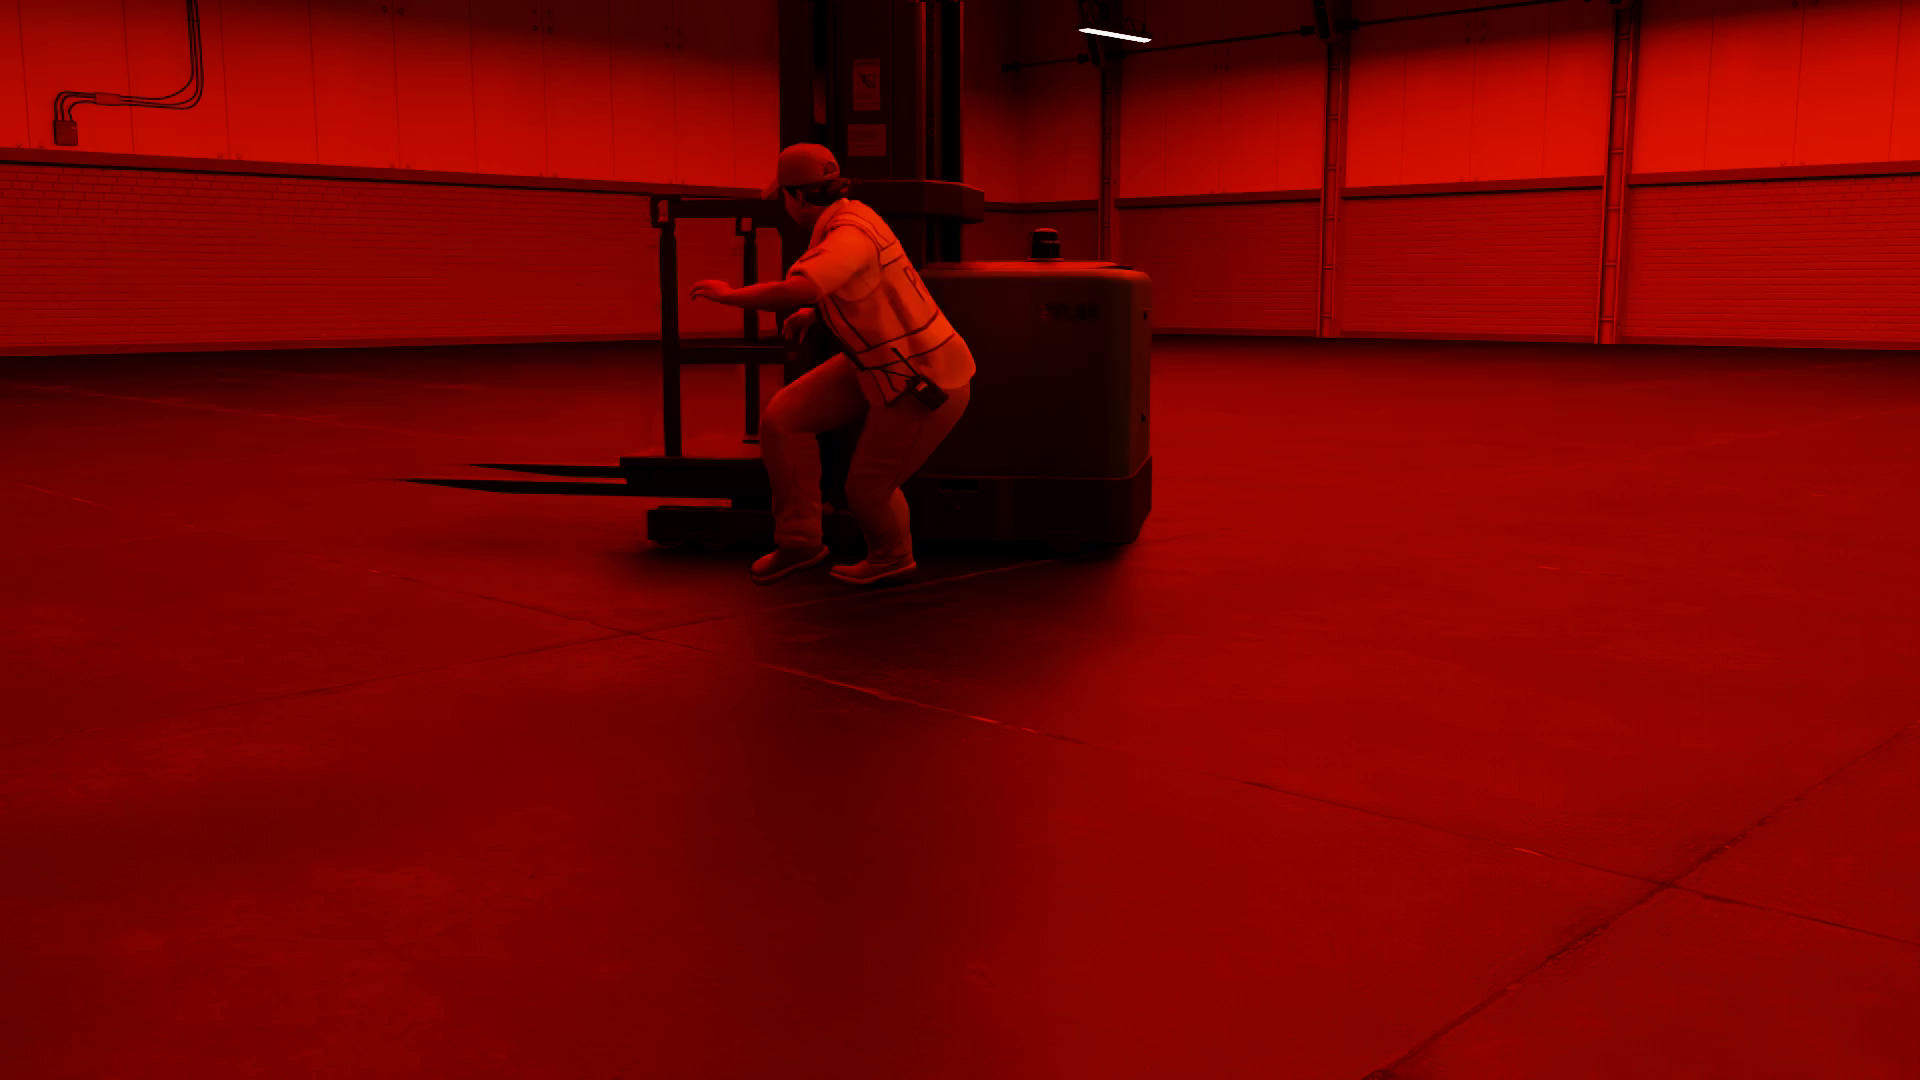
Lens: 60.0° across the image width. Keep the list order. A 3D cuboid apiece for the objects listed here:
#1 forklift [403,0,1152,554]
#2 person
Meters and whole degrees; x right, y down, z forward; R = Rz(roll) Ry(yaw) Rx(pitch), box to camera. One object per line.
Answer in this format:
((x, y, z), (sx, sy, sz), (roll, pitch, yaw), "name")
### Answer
((-0.758, -1.484, 6.728), (3.031, 2.935, 1.130), (2, 9, 11), "forklift")
((-0.431, -0.509, 5.249), (0.881, 1.434, 0.921), (-3, 9, -19), "person")
